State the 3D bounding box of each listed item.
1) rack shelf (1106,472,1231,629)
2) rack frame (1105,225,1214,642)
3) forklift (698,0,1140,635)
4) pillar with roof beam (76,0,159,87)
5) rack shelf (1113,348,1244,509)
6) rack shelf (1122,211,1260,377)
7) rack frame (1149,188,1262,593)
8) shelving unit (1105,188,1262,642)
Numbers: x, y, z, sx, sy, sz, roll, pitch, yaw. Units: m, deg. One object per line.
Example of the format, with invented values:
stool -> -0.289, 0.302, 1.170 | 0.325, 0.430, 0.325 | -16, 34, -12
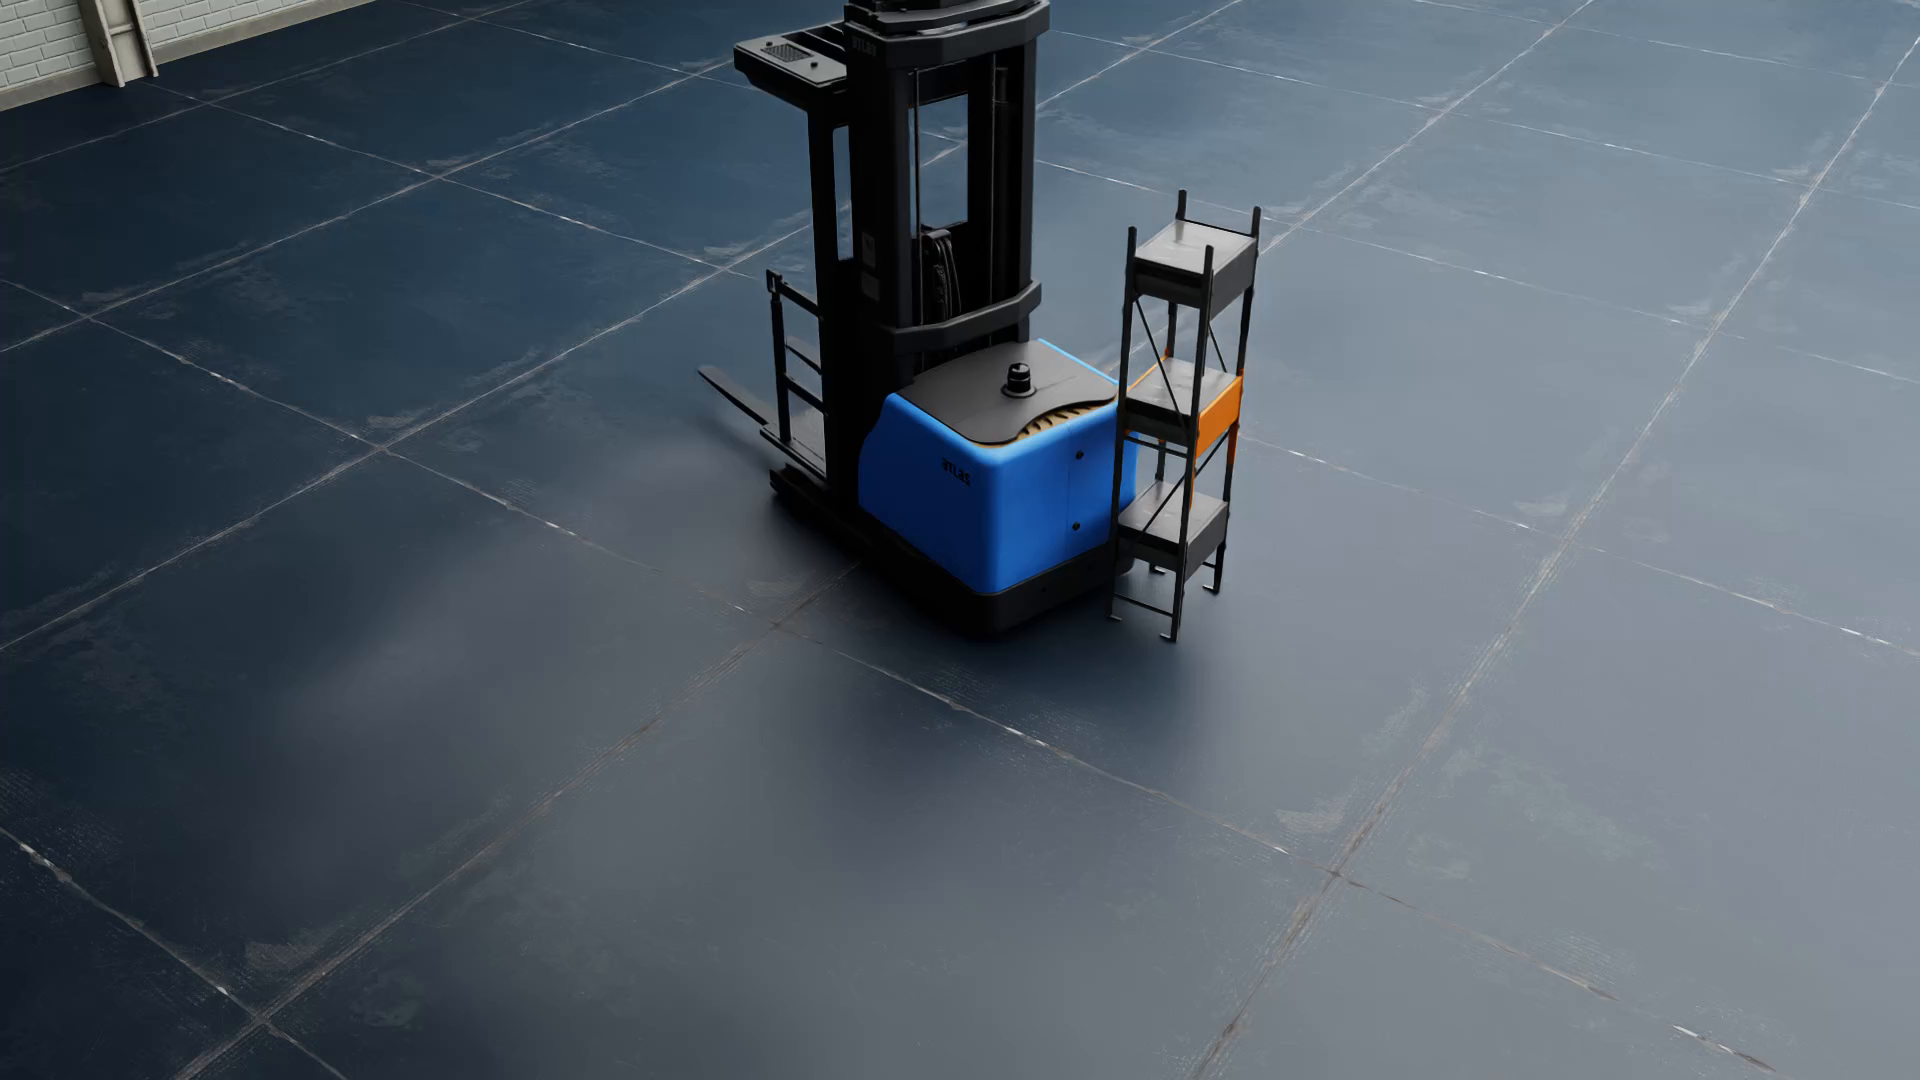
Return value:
rack shelf -> 1.030, 0.046, 8.255 | 0.431, 0.518, 0.480 | 20, 39, 26
rack frame -> 0.900, -0.428, 7.683 | 0.400, 2.100, 0.015 | 20, 39, 26
forklift -> -0.400, -1.516, 8.550 | 1.130, 2.935, 3.031 | -23, 41, -31
pillar with roof beam -> -4.029, -6.561, 10.595 | 9.100, 9.000, 0.400 | 21, 39, 28
rack shelf -> 1.031, -0.532, 7.860 | 0.431, 0.518, 0.480 | 20, 39, 26
rack shelf -> 1.031, -1.111, 7.466 | 0.431, 0.518, 0.480 | 20, 39, 26
rack frame -> 1.162, -0.659, 8.023 | 0.400, 2.100, 0.015 | 20, 39, 26
shelving unit -> 1.031, -0.543, 7.853 | 0.431, 2.100, 0.503 | 20, 39, 26
